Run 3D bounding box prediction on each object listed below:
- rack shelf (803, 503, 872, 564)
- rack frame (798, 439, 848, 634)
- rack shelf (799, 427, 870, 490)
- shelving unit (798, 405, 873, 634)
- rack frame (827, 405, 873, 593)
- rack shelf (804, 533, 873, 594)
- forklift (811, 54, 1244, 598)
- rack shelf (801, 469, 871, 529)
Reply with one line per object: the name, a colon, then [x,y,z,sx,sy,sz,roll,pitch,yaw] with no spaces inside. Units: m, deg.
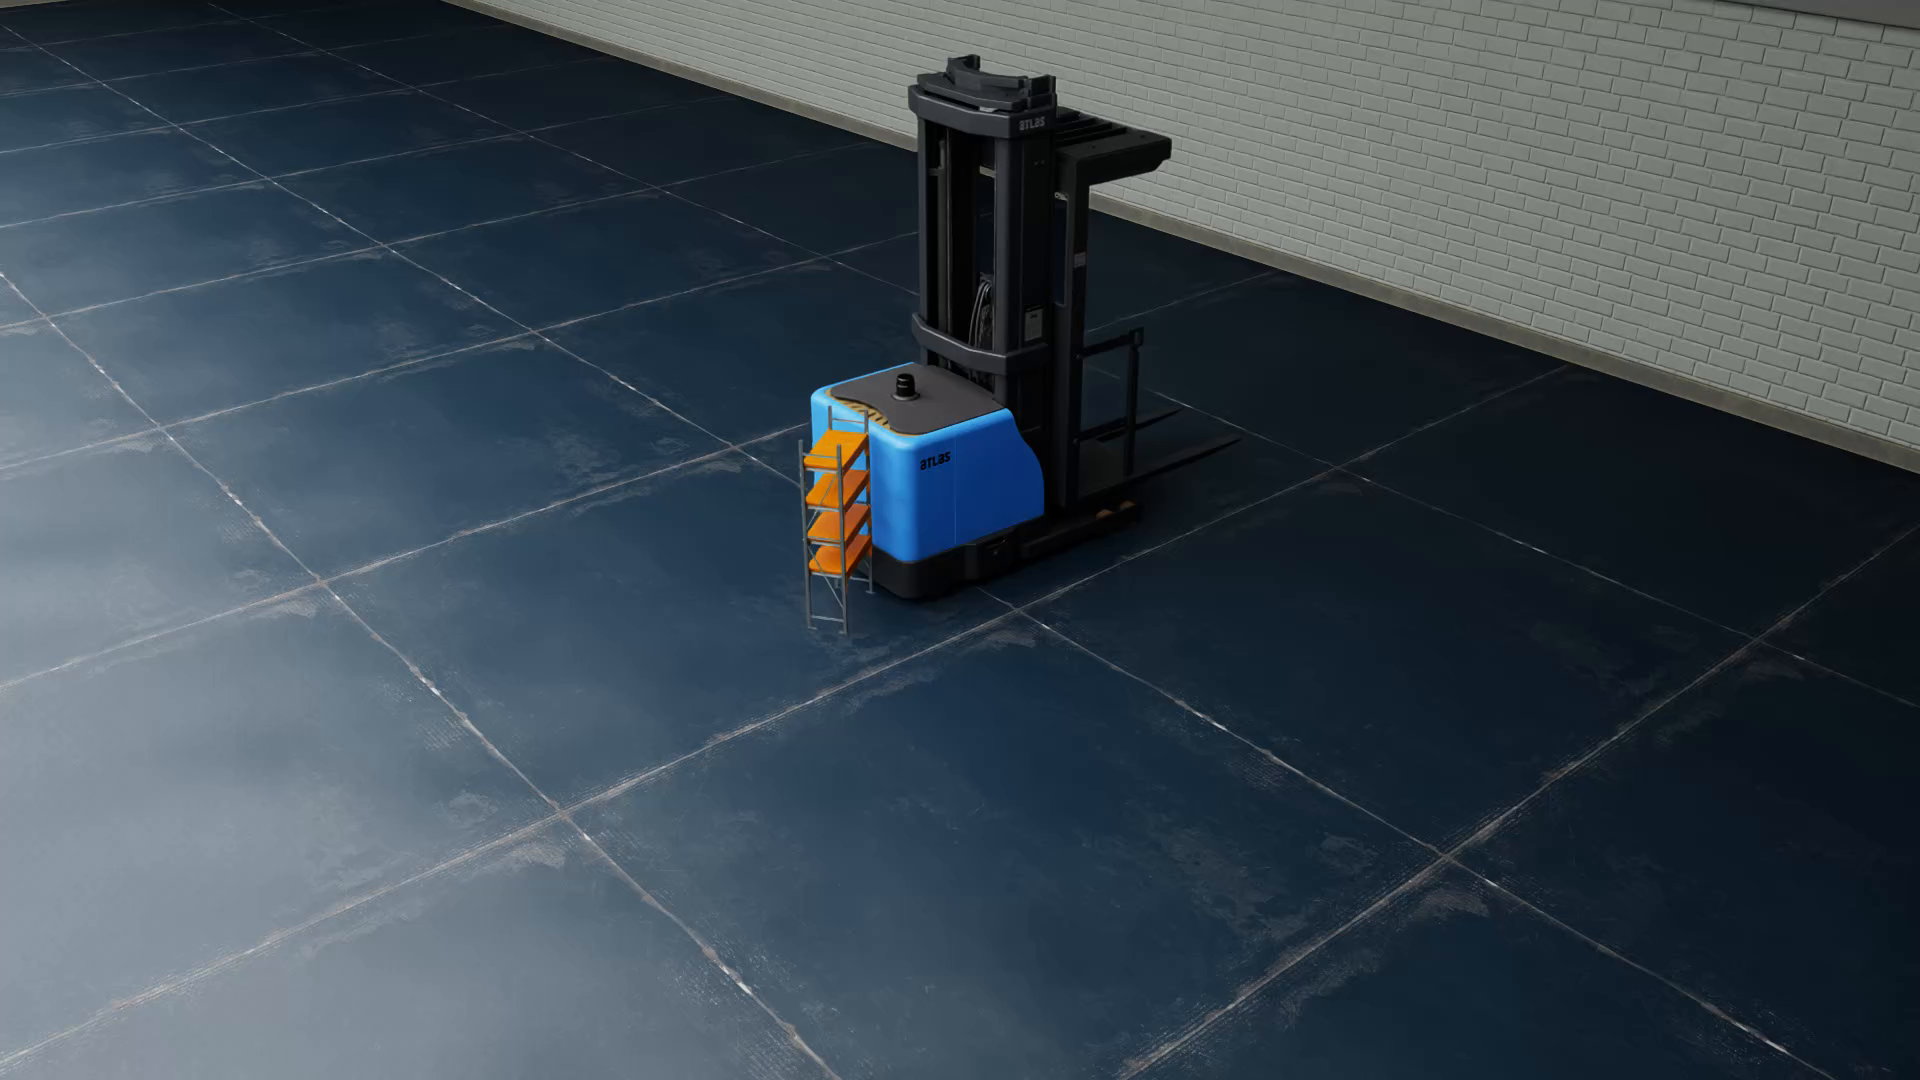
rack shelf: [-0.702,-0.055,9.580,0.258,0.148,0.480,7,29,13]
rack frame: [-0.764,-0.003,9.341,0.240,1.200,0.015,7,29,13]
rack shelf: [-0.702,-0.461,9.363,0.258,0.148,0.480,7,29,13]
shelving unit: [-0.702,-0.114,9.549,0.258,1.200,0.503,7,29,13]
rack frame: [-0.639,-0.225,9.757,0.240,1.200,0.015,7,29,13]
rack shelf: [-0.702,0.120,9.674,0.258,0.148,0.480,7,29,13]
forklift: [0.560,-1.498,10.301,3.031,2.935,1.130,-20,34,-33]
rack shelf: [-0.702,-0.252,9.475,0.258,0.148,0.480,7,29,13]
